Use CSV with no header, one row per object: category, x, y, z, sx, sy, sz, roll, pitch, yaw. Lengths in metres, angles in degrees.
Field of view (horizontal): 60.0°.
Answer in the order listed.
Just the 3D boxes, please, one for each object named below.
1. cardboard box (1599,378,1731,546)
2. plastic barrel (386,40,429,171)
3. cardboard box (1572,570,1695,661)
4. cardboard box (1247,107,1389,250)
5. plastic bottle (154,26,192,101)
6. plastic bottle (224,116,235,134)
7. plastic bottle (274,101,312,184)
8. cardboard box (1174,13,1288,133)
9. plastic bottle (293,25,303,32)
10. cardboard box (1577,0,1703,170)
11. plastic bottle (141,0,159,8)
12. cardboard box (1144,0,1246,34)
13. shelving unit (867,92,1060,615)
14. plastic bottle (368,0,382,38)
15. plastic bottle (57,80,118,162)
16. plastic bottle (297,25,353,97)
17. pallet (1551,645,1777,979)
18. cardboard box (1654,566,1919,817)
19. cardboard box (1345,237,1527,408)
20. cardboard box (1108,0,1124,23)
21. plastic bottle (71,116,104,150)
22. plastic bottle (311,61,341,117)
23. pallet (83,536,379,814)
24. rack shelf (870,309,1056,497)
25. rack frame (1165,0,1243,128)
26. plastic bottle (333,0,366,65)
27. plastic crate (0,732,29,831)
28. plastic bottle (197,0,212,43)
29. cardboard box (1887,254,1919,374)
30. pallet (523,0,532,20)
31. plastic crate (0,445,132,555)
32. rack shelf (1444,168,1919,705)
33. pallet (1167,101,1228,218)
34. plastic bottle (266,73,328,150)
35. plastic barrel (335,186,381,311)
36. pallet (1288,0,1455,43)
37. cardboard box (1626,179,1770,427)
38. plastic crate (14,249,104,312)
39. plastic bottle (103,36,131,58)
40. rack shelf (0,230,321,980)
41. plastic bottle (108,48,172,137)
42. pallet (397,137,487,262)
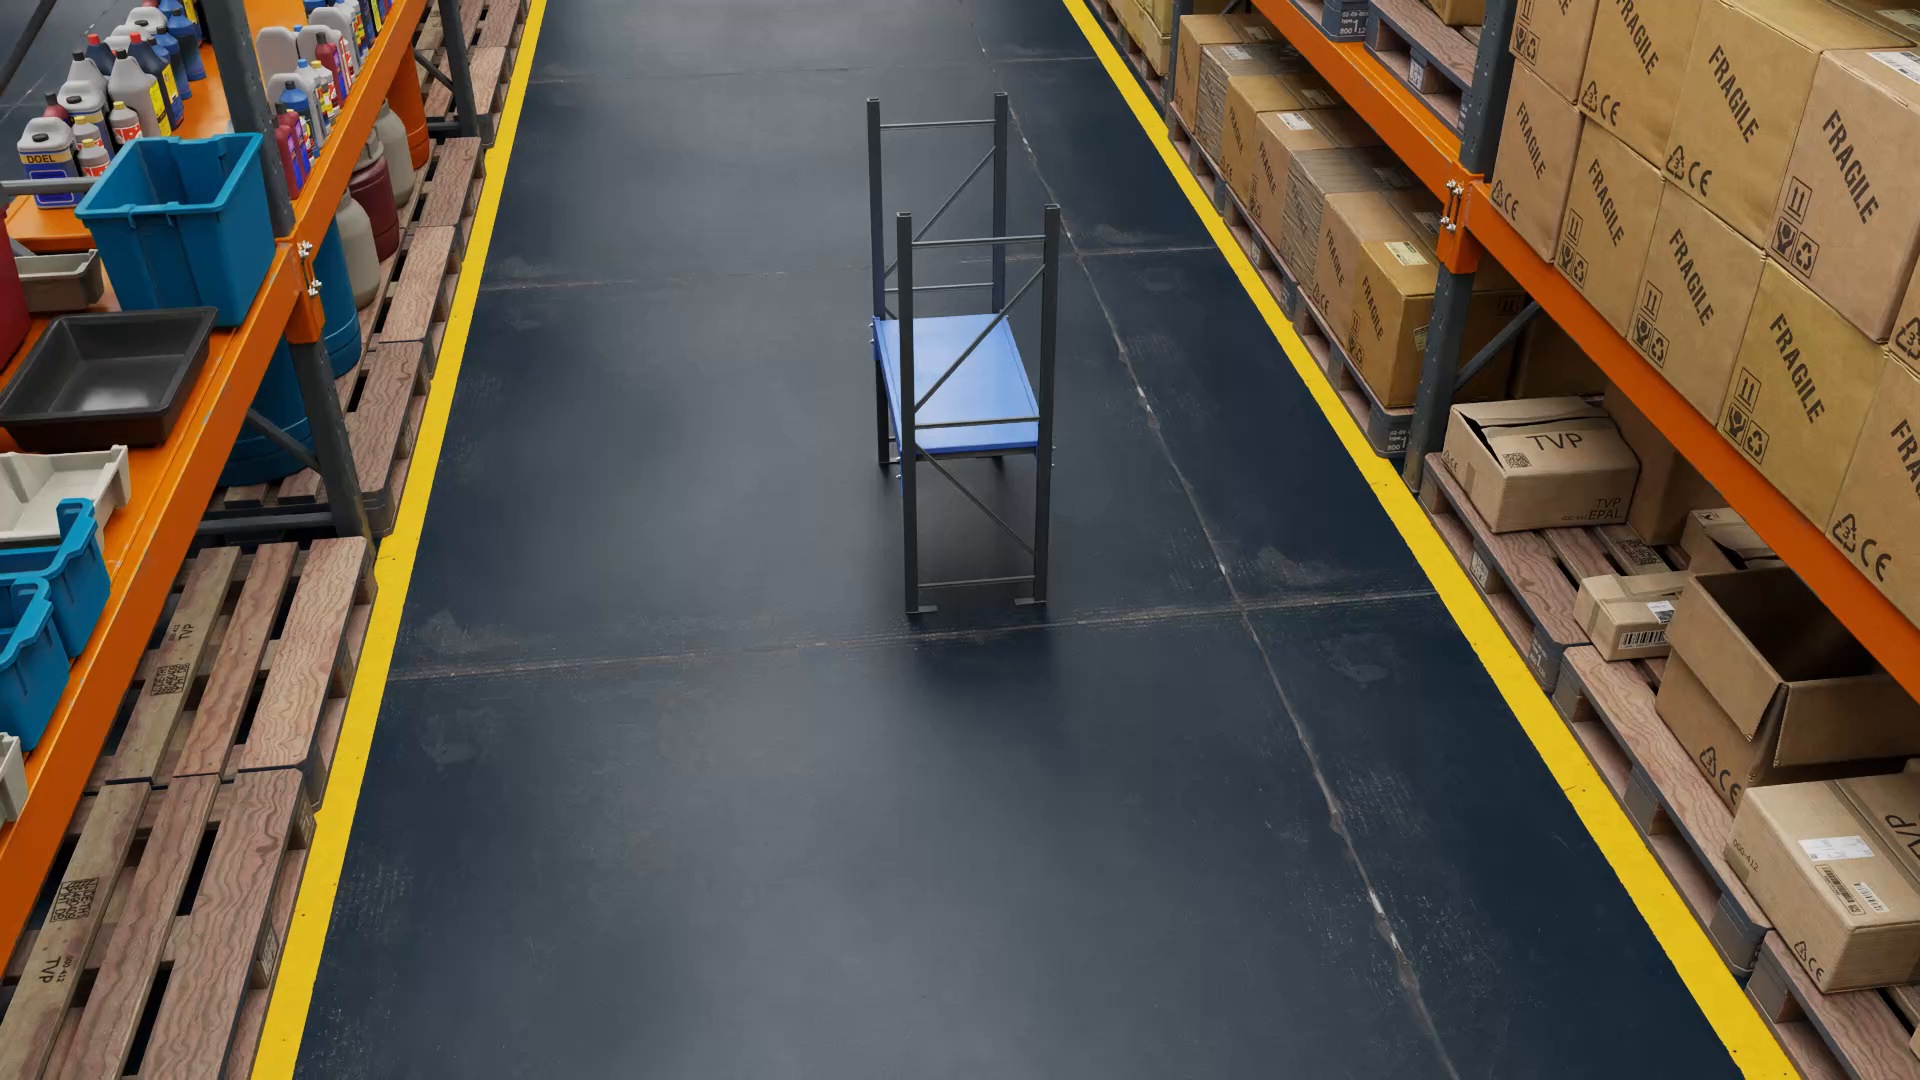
cardboard box,2.615,-0.339,5.912,0.500,0.500,0.500,-4,35,-6
plastic barrel,-3.107,-2.350,8.589,0.600,0.830,0.708,-4,35,-6
cardboard box,2.225,0.235,5.366,0.380,0.166,0.250,-4,35,-6
cardboard box,1.711,-1.729,7.952,0.500,0.500,0.500,-5,35,-8
plastic bottle,-3.039,-1.836,6.394,0.097,0.271,0.097,0,34,0
plastic bottle,-2.383,-1.336,5.591,0.144,0.351,0.185,-4,35,-6
plastic bottle,-2.296,-1.376,5.710,0.061,0.283,0.133,-4,35,-6
cardboard box,1.497,-2.592,9.218,0.500,0.500,0.500,-3,34,-4
plastic bottle,-2.613,-1.944,6.616,0.097,0.201,0.097,0,34,0
cardboard box,2.112,-1.369,4.618,0.500,0.500,0.500,-5,35,-8
plastic bottle,-3.268,-2.076,6.736,0.061,0.283,0.133,-4,35,-6
cardboard box,1.405,-3.261,9.942,0.500,0.311,0.500,-3,34,-5
shelving unit,-0.011,-0.667,5.897,0.538,1.500,1.048,-4,35,-6
plastic bottle,-2.516,-2.288,7.048,0.061,0.283,0.133,-4,35,-6
plastic bottle,-3.074,-1.461,5.841,0.152,0.276,0.135,-4,35,-6
plastic bottle,-2.461,-1.866,6.434,0.152,0.276,0.135,-4,35,-6
pallet,2.516,0.732,4.989,1.003,0.211,1.213,-4,35,-6
cardboard box,2.515,0.412,4.809,0.797,0.503,0.637,-4,35,-6
cardboard box,1.907,-0.889,6.719,0.500,0.500,0.500,-5,35,-7
cardboard box,1.269,-3.599,10.936,0.500,0.250,0.500,-4,34,-5
plastic bottle,-3.025,-1.368,5.770,0.097,0.201,0.097,0,34,0
plastic bottle,-2.400,-1.698,6.254,0.097,0.201,0.097,0,34,0
pallet,-2.514,0.447,5.407,1.003,0.211,1.213,-4,35,-6
rack shelf,-0.011,-0.519,5.999,0.538,0.185,1.000,-4,35,-6
rack frame,1.719,-3.718,9.043,1.000,3.000,0.127,-4,35,-6
plastic bottle,-2.481,-2.060,6.723,0.097,0.271,0.097,0,34,0
plastic crate,-1.873,0.477,3.068,0.250,0.136,0.298,-4,35,-6
plastic bottle,-3.115,-2.282,6.979,0.144,0.351,0.185,-4,35,-6
cardboard box,2.320,-0.507,3.354,0.500,0.500,0.500,-3,34,-5
pallet,-3.584,-3.990,11.917,1.003,0.211,1.213,-4,35,-6
plastic crate,-2.120,-0.080,3.885,0.293,0.136,0.466,-4,35,-6
rack shelf,2.526,-0.073,4.332,1.077,0.370,4.000,-4,35,-6
pallet,1.782,-2.146,9.212,1.003,0.211,1.213,-4,35,-6
plastic bottle,-2.386,-1.553,5.976,0.152,0.276,0.135,-4,35,-6
plastic barrel,-2.791,-1.280,7.302,0.421,0.512,0.421,0,34,0
pallet,1.985,-2.554,7.505,1.003,0.211,1.213,-4,35,-6
cardboard box,2.193,-0.658,4.463,0.500,0.500,0.500,-5,35,-7
plastic crate,-2.731,-0.758,4.880,0.396,0.136,0.243,-4,35,-6
plastic bottle,-3.142,-1.743,6.254,0.152,0.276,0.135,-4,35,-6
rack shelf,-2.383,0.300,3.785,1.077,0.370,4.000,-4,35,-6
plastic bottle,-2.957,-1.592,5.966,0.144,0.351,0.185,-4,35,-6
pallet,-3.042,-1.756,8.640,1.003,0.211,1.213,-4,35,-6
